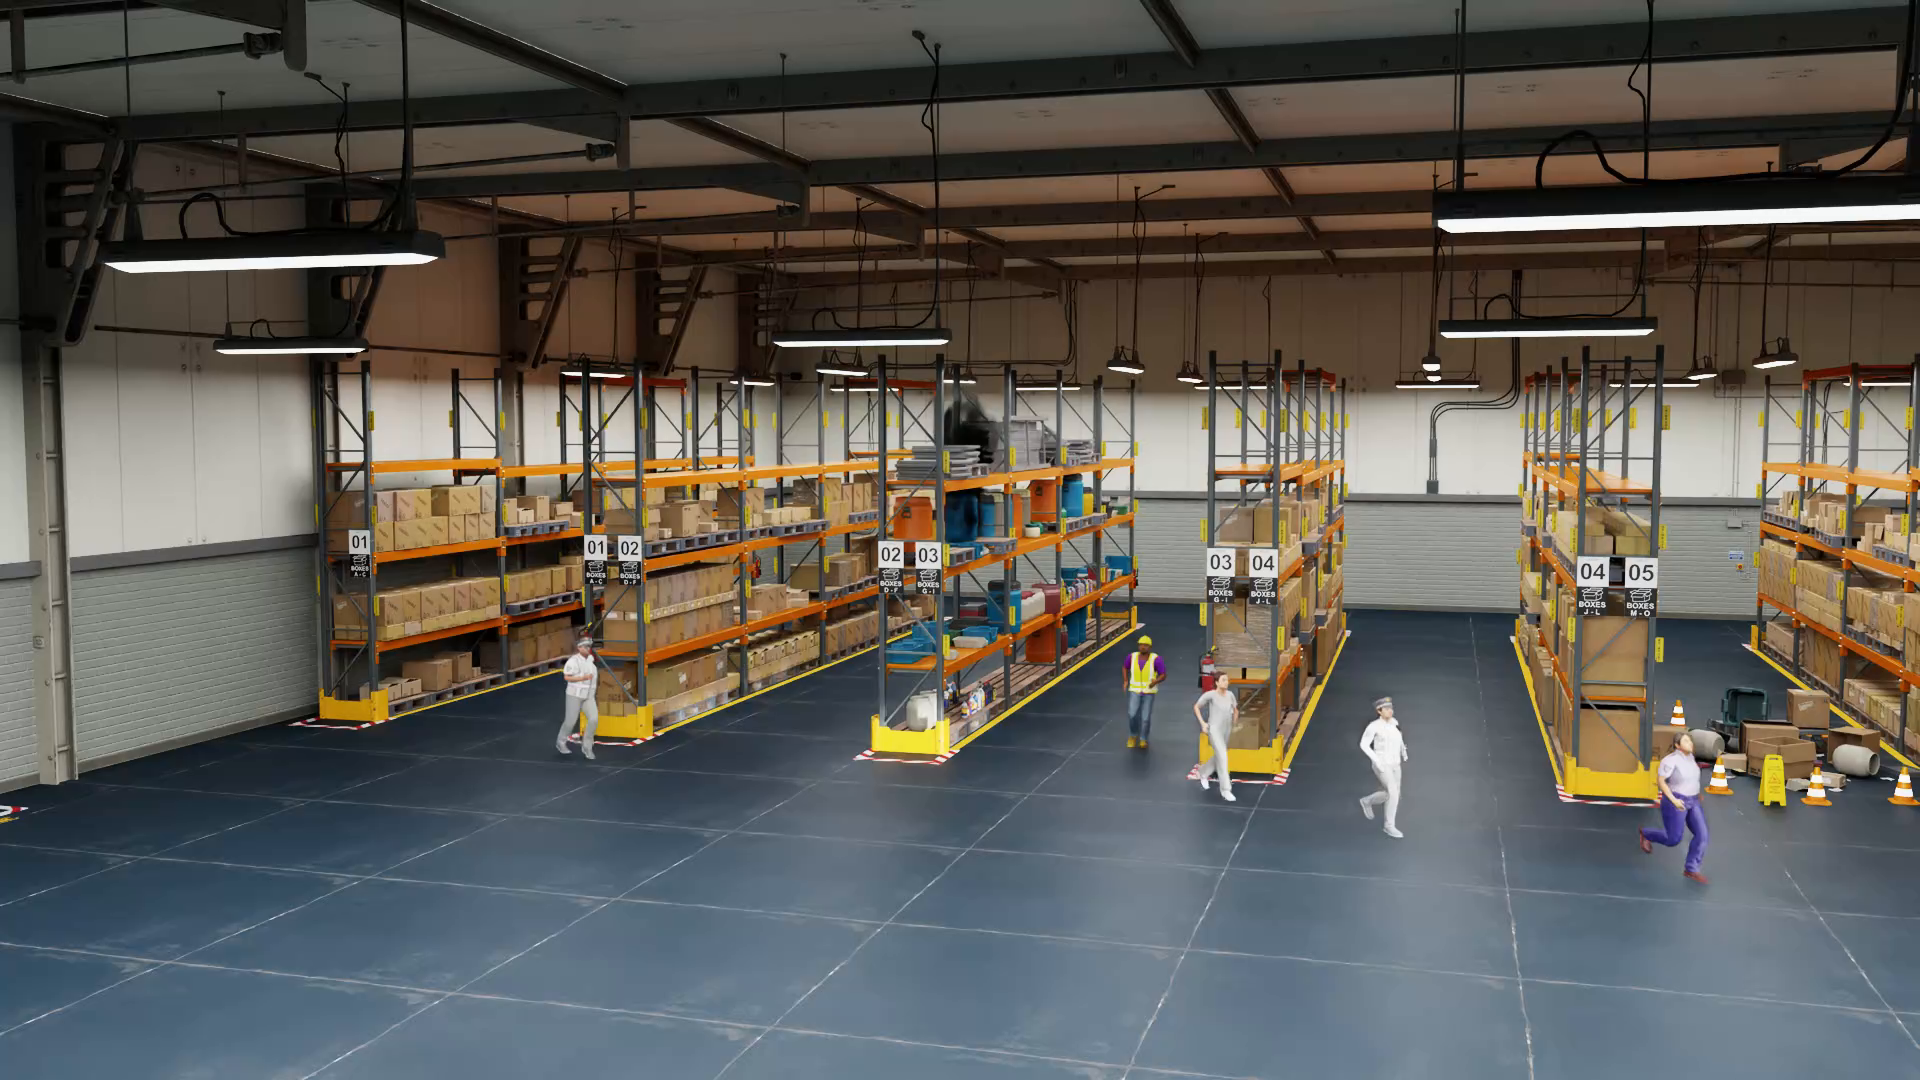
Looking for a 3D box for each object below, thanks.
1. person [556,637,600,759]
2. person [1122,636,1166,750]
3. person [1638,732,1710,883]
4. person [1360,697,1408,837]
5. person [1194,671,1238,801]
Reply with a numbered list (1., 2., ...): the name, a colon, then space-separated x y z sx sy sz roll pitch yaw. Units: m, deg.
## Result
1. person: -5.648 2.359 24.818 0.775 1.856 0.659 3 5 40
2. person: 2.785 2.328 25.301 0.697 1.754 0.666 1 4 13
3. person: 7.911 2.917 18.331 0.606 1.619 0.806 -2 5 -27
4. person: 5.161 2.733 20.252 0.613 1.686 0.635 -3 5 -33
5. person: 3.449 2.568 22.182 0.592 1.659 0.914 -2 5 -31
